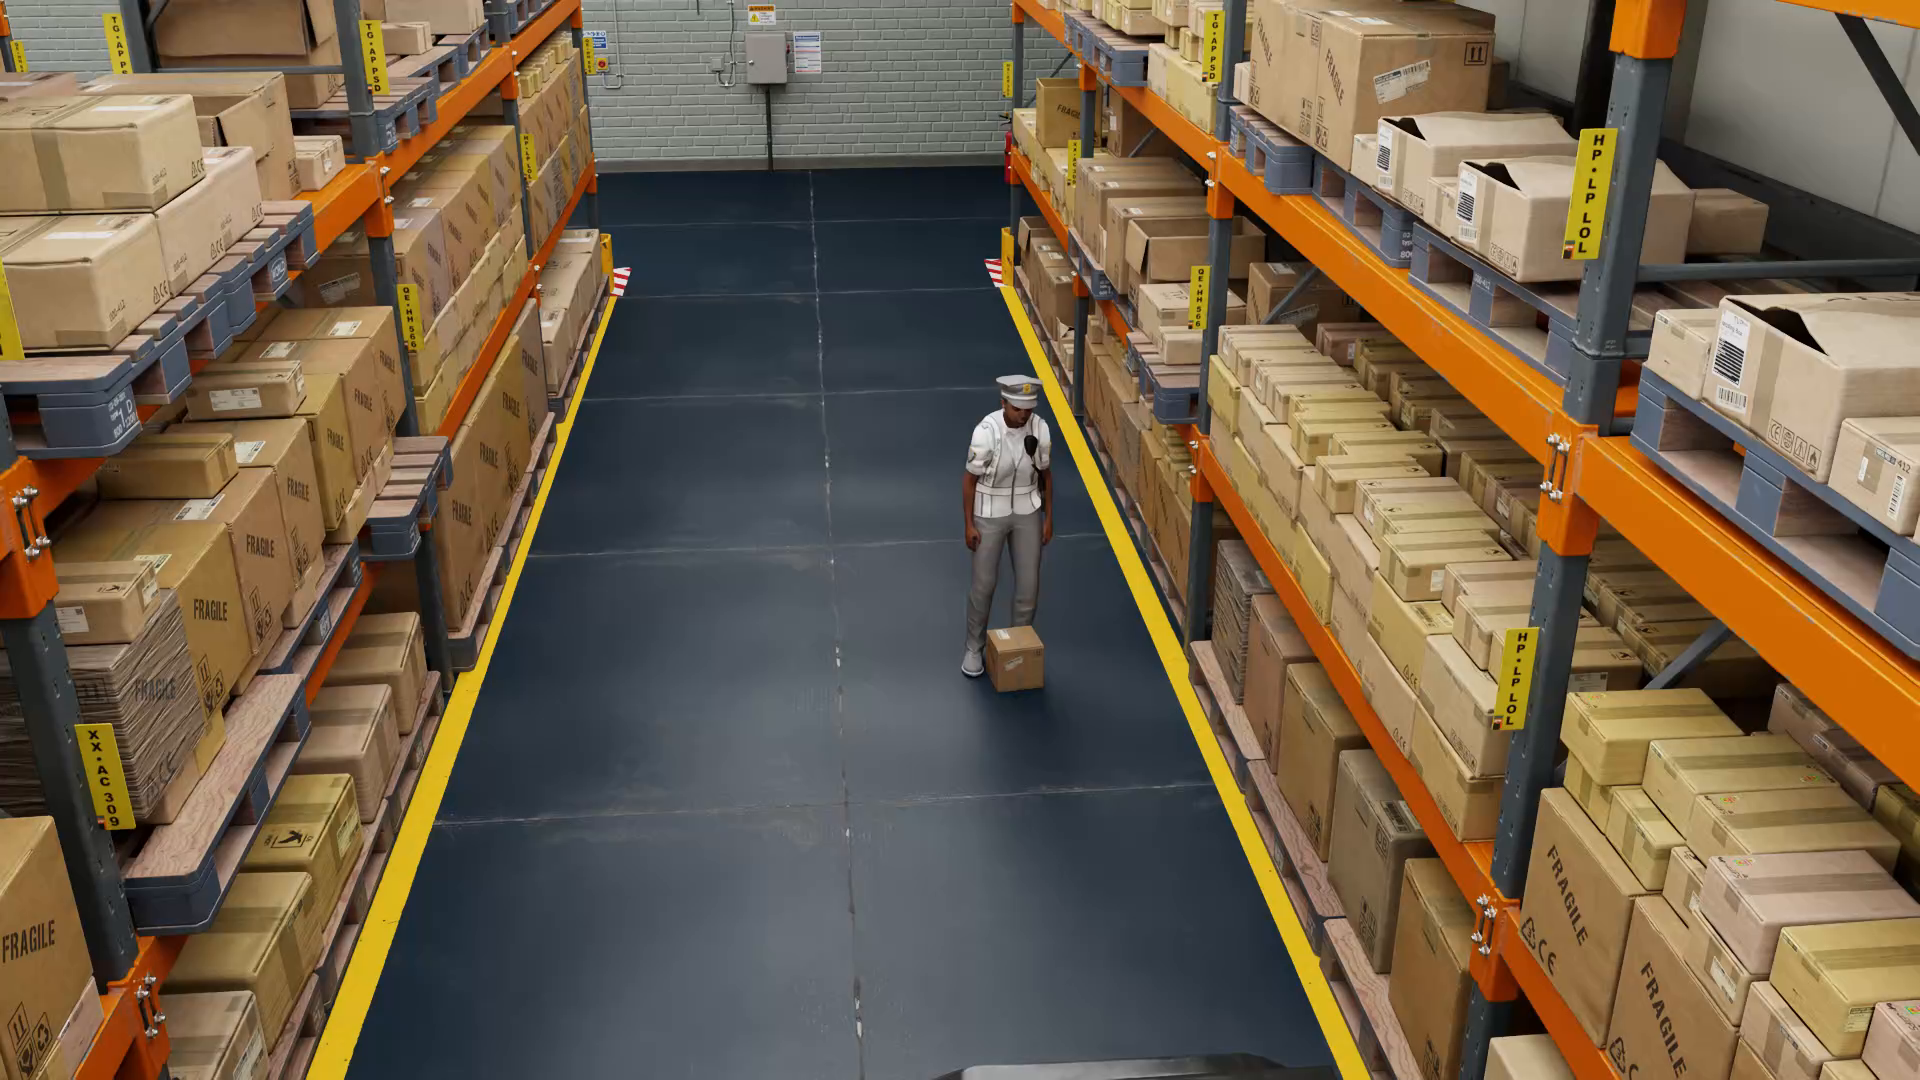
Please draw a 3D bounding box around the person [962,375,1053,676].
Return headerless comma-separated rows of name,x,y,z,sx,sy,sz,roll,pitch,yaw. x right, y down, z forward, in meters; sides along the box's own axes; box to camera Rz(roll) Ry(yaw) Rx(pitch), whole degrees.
person,0.250,-0.090,8.807,0.525,1.658,0.427,-6,25,-13
